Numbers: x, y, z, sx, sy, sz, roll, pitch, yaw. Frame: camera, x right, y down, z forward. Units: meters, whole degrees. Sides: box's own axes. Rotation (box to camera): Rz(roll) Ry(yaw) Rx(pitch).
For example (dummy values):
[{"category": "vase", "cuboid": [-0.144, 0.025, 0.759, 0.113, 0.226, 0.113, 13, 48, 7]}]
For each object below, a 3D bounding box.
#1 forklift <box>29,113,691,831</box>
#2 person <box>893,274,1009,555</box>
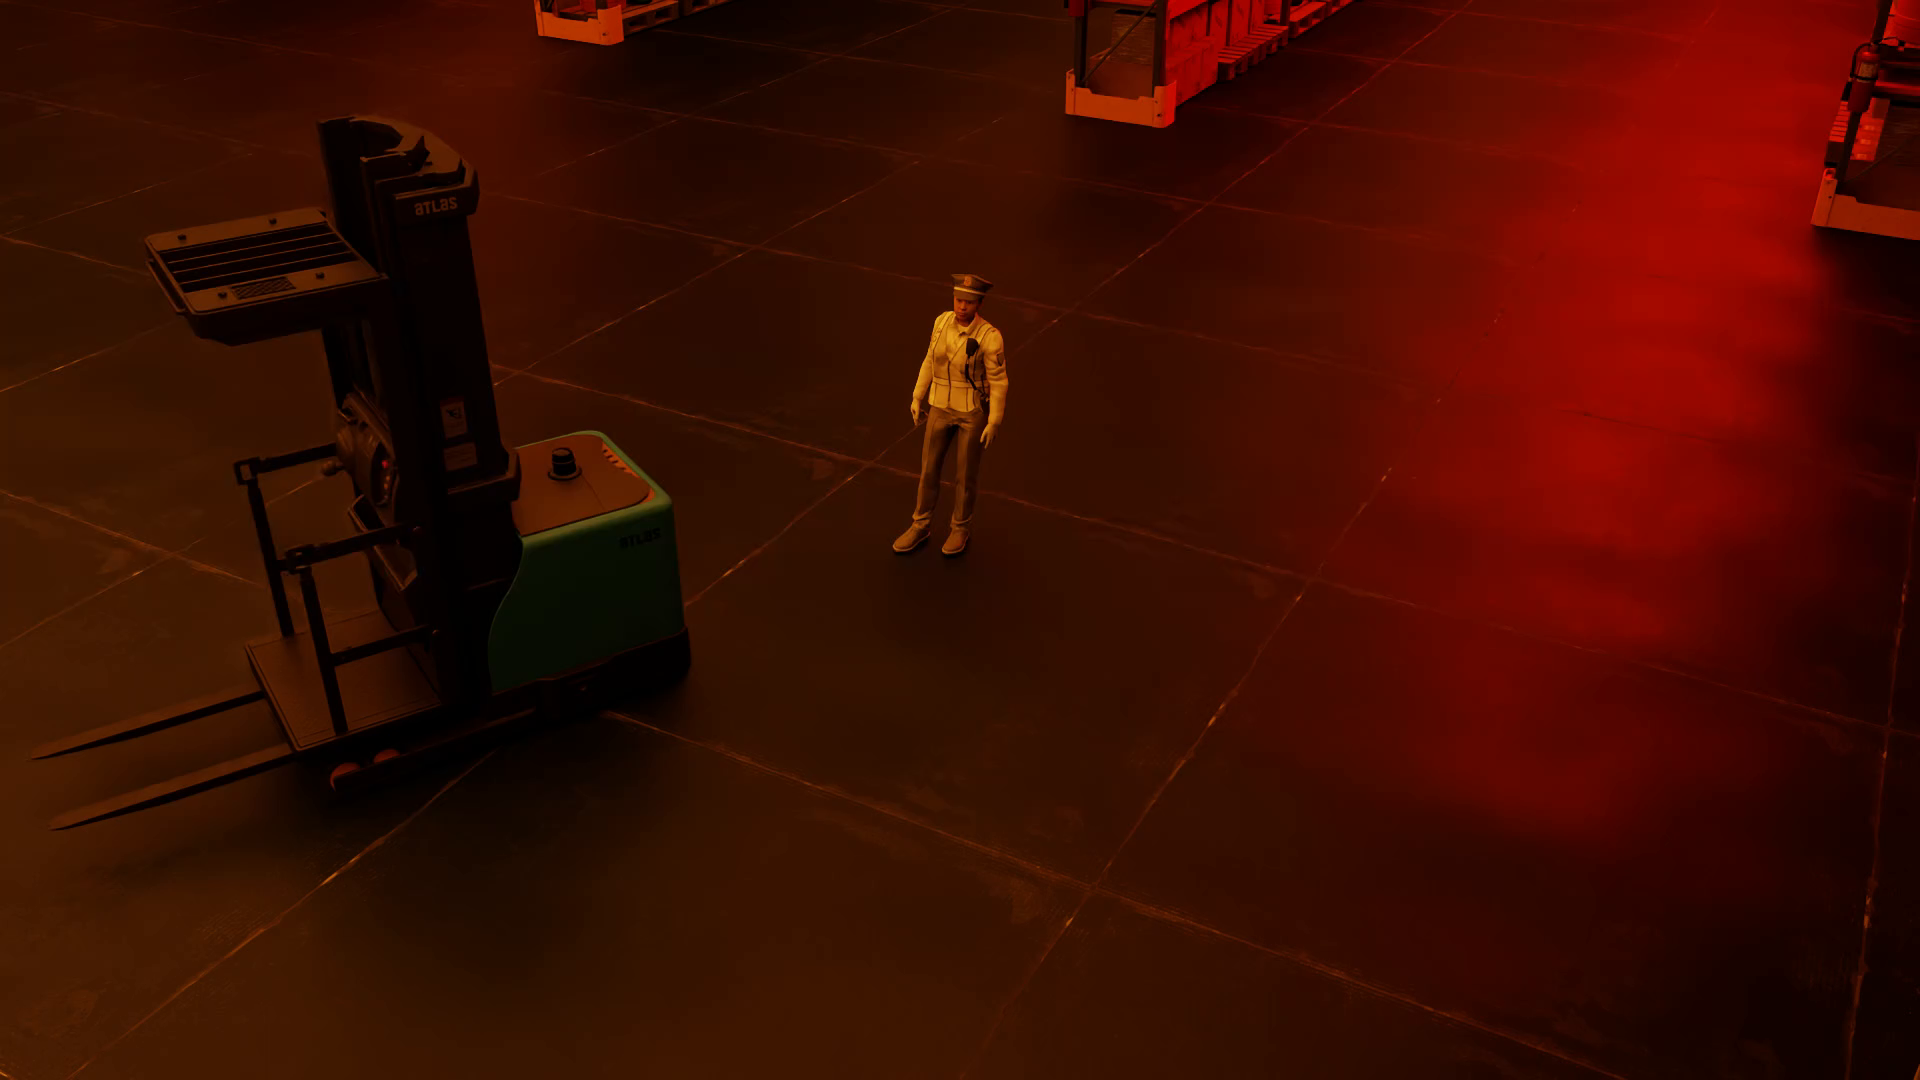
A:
[{"category": "forklift", "cuboid": [-2.927, -0.347, 7.672, 3.031, 2.935, 1.130, -18, 35, -28]}, {"category": "person", "cuboid": [-0.044, -0.706, 9.520, 0.586, 1.691, 0.512, 15, 33, 25]}]
